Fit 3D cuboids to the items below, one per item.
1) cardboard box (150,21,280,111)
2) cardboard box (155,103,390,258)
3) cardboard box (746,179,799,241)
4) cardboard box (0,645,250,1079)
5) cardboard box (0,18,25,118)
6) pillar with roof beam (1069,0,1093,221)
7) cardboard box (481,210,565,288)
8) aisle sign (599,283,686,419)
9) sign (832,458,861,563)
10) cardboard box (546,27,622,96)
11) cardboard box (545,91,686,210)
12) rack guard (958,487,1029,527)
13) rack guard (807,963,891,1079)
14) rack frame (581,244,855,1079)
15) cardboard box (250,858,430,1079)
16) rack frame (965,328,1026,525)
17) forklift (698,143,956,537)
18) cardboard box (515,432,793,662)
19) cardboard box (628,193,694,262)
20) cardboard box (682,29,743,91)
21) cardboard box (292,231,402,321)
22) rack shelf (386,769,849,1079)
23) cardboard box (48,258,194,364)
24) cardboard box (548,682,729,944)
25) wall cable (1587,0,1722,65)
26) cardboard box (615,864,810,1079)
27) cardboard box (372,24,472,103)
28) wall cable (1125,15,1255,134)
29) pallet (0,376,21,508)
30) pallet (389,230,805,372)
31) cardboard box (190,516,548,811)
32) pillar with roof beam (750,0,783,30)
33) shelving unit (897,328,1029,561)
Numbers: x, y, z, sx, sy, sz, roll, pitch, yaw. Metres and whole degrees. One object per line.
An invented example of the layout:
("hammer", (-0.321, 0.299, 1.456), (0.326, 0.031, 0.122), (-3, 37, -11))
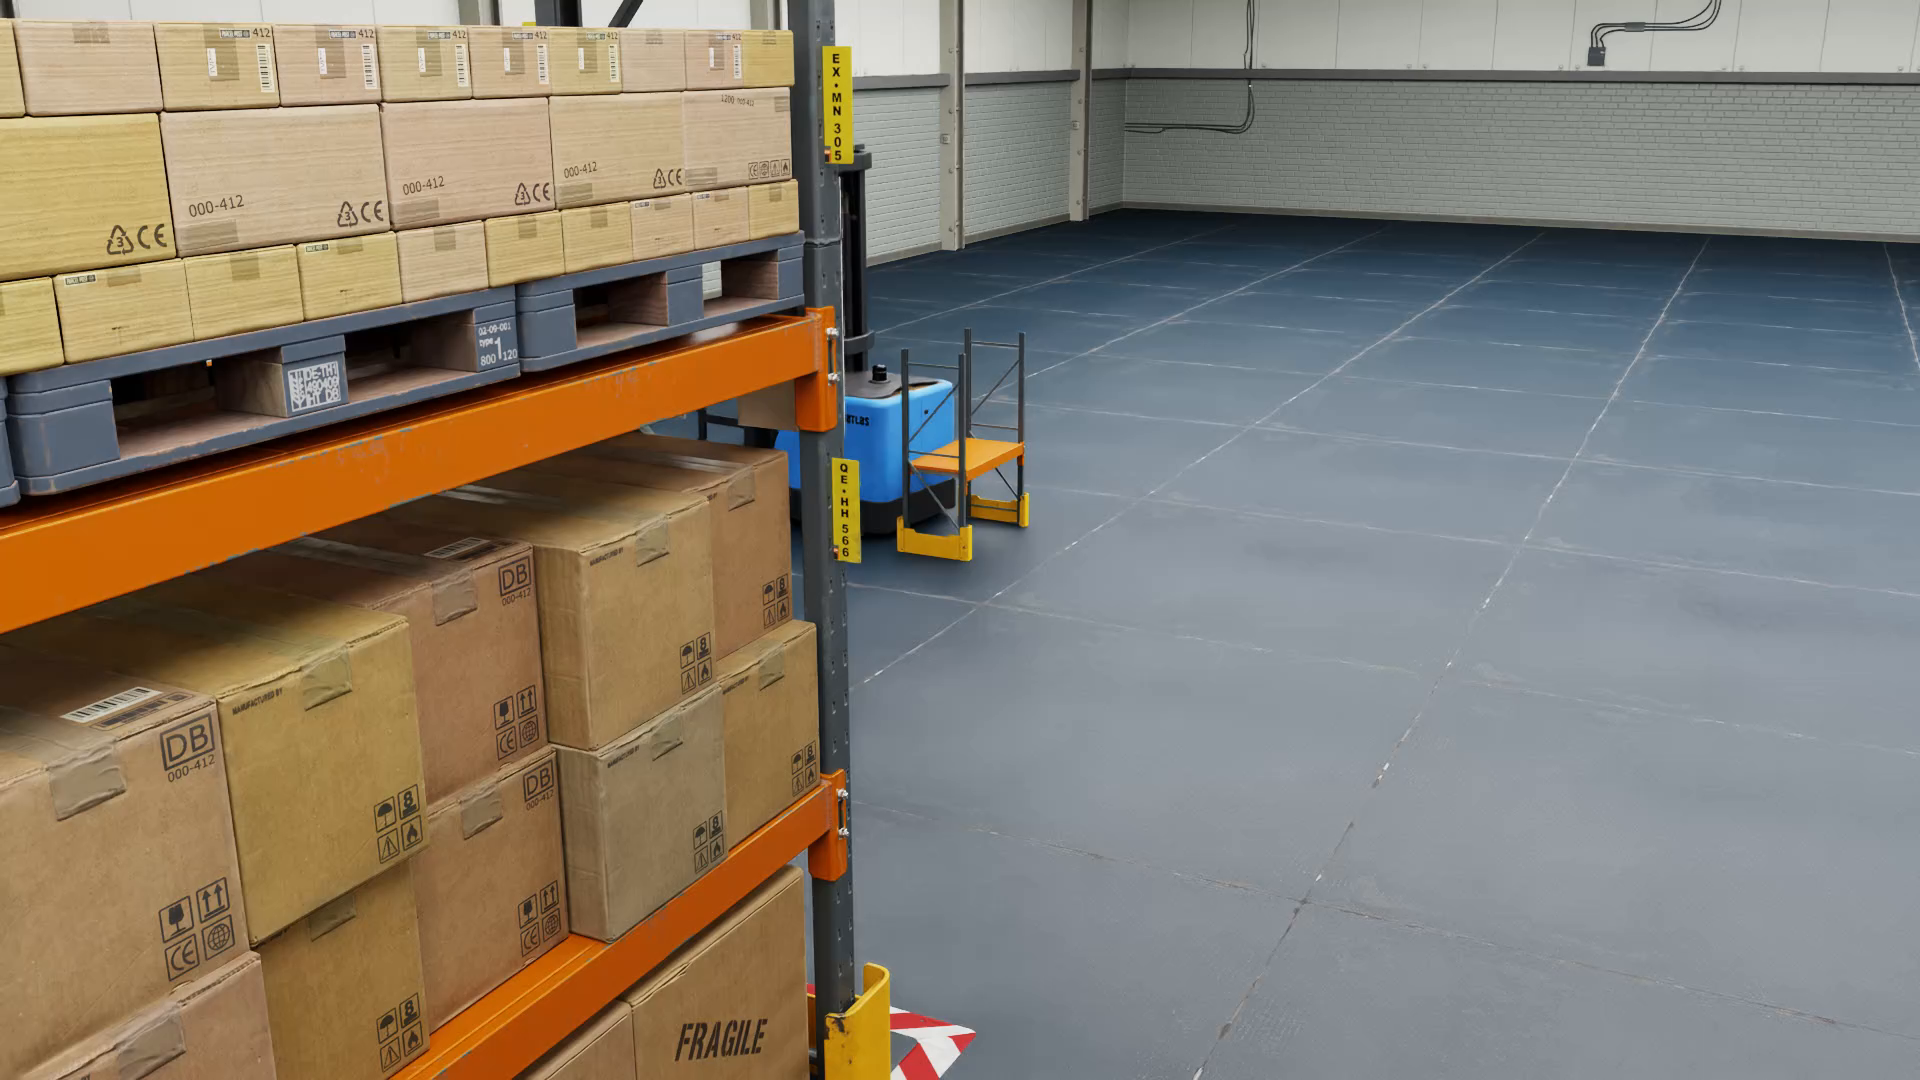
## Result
("cardboard box", (-1.472, -0.861, 3.015), (0.380, 0.149, 0.250), (8, 18, 25))
("cardboard box", (-1.475, -0.708, 3.200), (0.500, 0.250, 0.500), (8, 18, 26))
("cardboard box", (-0.677, -0.933, 4.657), (0.380, 0.149, 0.250), (8, 18, 25))
("cardboard box", (-1.917, 0.571, 3.174), (0.875, 0.550, 0.550), (8, 18, 25))
("cardboard box", (-1.698, -0.734, 2.585), (0.380, 0.149, 0.250), (8, 18, 26))
("pillar with roof beam", (6.392, -10.636, 32.528), (9.100, 9.000, 0.400), (8, 18, 25))
("cardboard box", (-1.132, -0.674, 3.784), (0.380, 0.149, 0.250), (8, 18, 25))
("aisle sign", (-1.068, -0.796, 5.372), (0.394, 0.787, 0.004), (8, 18, 25))
("sign", (-0.352, -0.090, 5.110), (0.100, 0.325, 0.005), (8, 18, 25))
("cardboard box", (-1.020, -1.119, 3.883), (0.380, 0.149, 0.250), (8, 19, 26))
("cardboard box", (-1.025, -0.964, 4.062), (0.500, 0.250, 0.500), (8, 18, 25))
("rack guard", (0.257, -0.266, 12.981), (0.587, 0.250, 0.087), (8, 18, 25))
("rack guard", (-0.821, 1.698, 5.929), (1.175, 0.500, 0.348), (8, 18, 25))
("rack frame", (-0.832, 0.506, 5.553), (1.000, 3.000, 0.127), (8, 18, 25))
("cardboard box", (-1.745, 0.944, 3.814), (0.875, 0.550, 0.500), (8, 18, 25))
("rack frame", (0.265, -0.870, 12.820), (0.500, 1.500, 0.032), (8, 18, 25))
("forklift", (-1.545, -1.731, 13.205), (3.031, 2.935, 1.130), (11, 20, 32))
("cardboard box", (-1.032, 0.006, 5.076), (0.875, 0.550, 0.550), (8, 18, 25))
("cardboard box", (-0.904, -0.803, 4.221), (0.380, 0.149, 0.250), (8, 18, 26))
("cardboard box", (-0.791, -1.251, 4.326), (0.380, 0.149, 0.250), (8, 18, 26))
("cardboard box", (-1.359, -0.545, 3.349), (0.380, 0.149, 0.250), (8, 18, 26))
("rack shelf", (-1.725, 1.360, 3.940), (1.077, 0.370, 4.000), (8, 18, 25))
("cardboard box", (-1.585, -0.416, 2.917), (0.380, 0.149, 0.250), (8, 18, 25))
("cardboard box", (-1.183, 0.677, 4.713), (0.875, 0.550, 0.550), (8, 18, 25))
("wall cable", (13.526, -12.184, 31.767), (2.305, 6.003, 0.169), (8, 18, 25))
("cardboard box", (-1.075, 1.504, 5.185), (0.875, 0.875, 0.875), (8, 18, 26))
("cardboard box", (-1.247, -0.990, 3.449), (0.380, 0.149, 0.250), (8, 18, 25))
("wall cable", (5.040, -10.277, 36.774), (3.097, 2.526, 0.112), (8, 18, 25))
("pallet", (-2.244, -0.078, 2.405), (1.003, 0.211, 1.213), (8, 18, 25))
("pallet", (-1.154, -0.699, 4.497), (1.003, 0.211, 1.213), (8, 18, 25))
("cardboard box", (-1.567, 0.283, 4.143), (0.875, 0.550, 0.550), (8, 18, 25))
("pillar with roof beam", (1.030, -7.579, 22.237), (9.100, 9.000, 0.400), (8, 18, 25))
("shelving unit", (0.034, -0.738, 12.376), (0.587, 1.500, 1.083), (8, 18, 25))
